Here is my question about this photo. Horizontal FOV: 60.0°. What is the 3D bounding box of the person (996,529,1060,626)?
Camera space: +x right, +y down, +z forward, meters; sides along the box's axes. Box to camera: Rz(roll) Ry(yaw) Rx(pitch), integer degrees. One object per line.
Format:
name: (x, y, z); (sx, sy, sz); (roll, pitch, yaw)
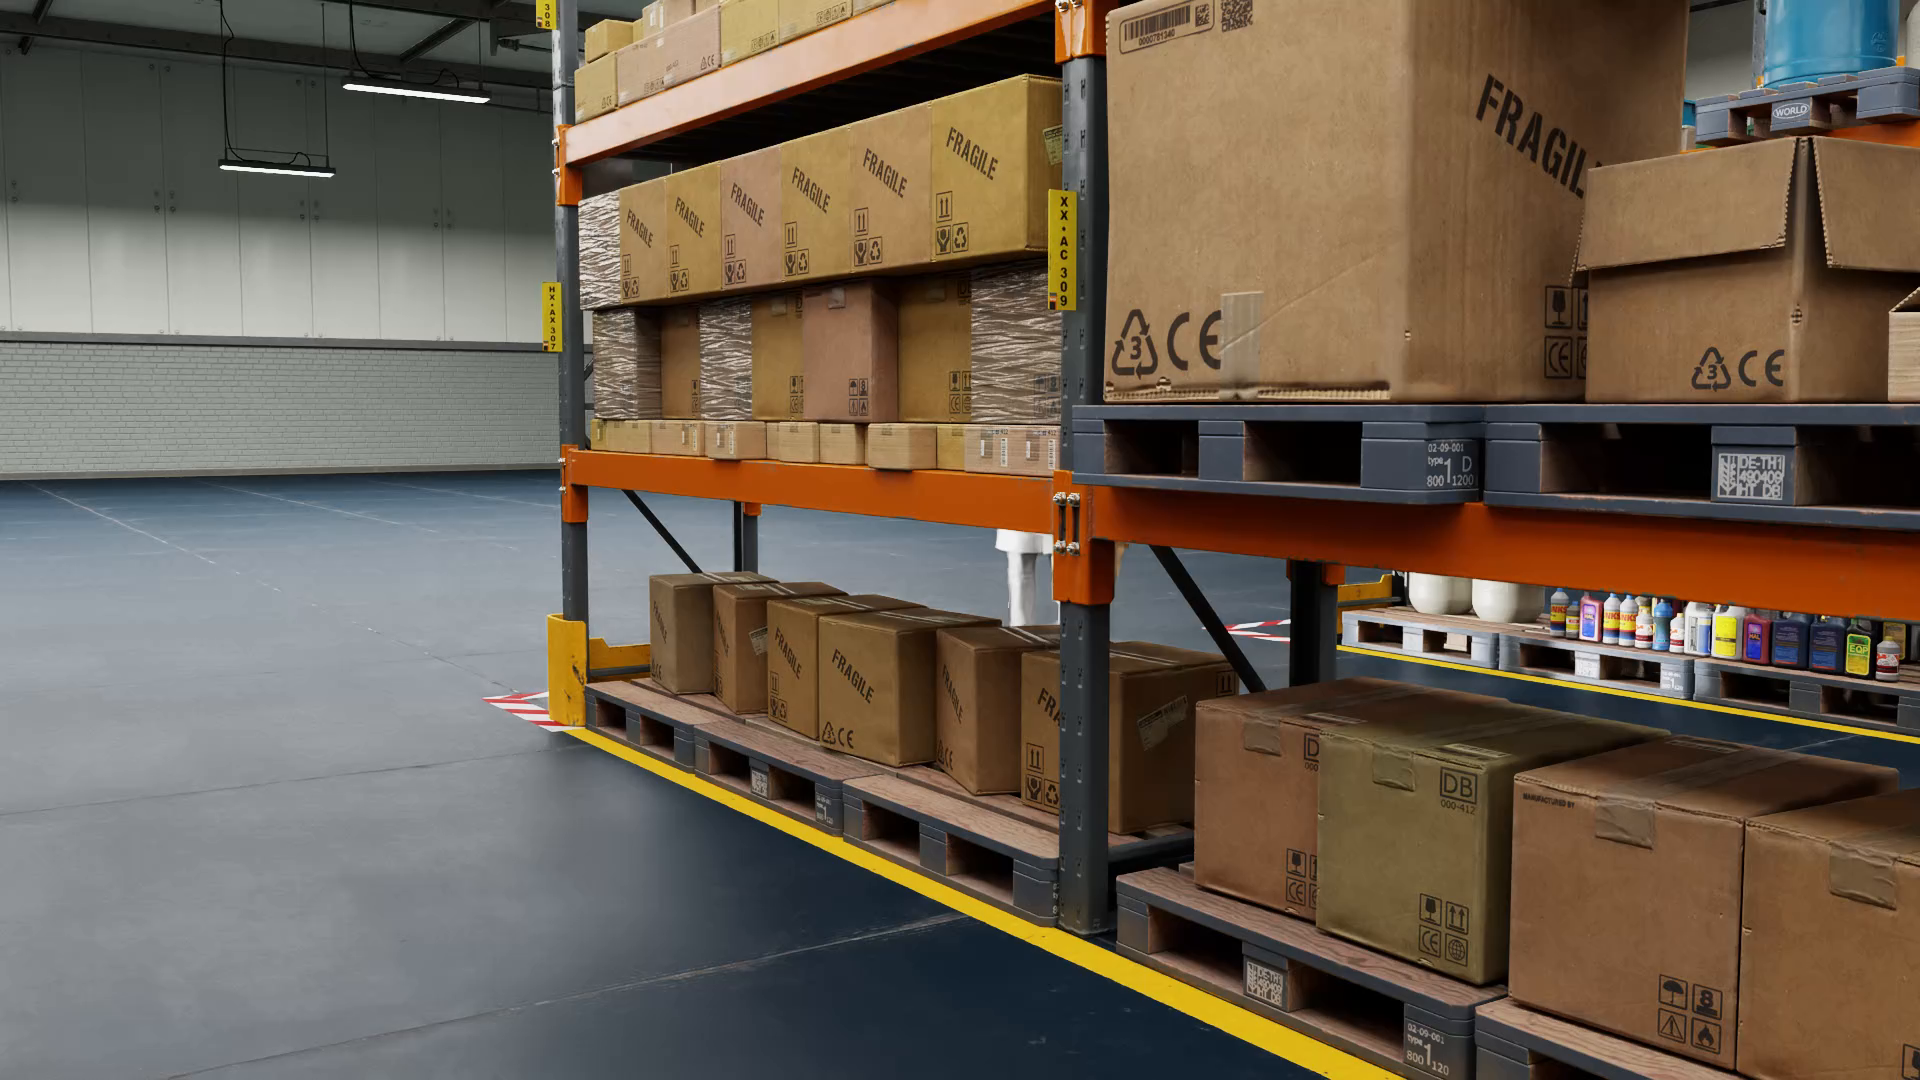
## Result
person: (0.495, -0.162, 9.505); (0.624, 1.787, 0.500); (0, 5, -2)
